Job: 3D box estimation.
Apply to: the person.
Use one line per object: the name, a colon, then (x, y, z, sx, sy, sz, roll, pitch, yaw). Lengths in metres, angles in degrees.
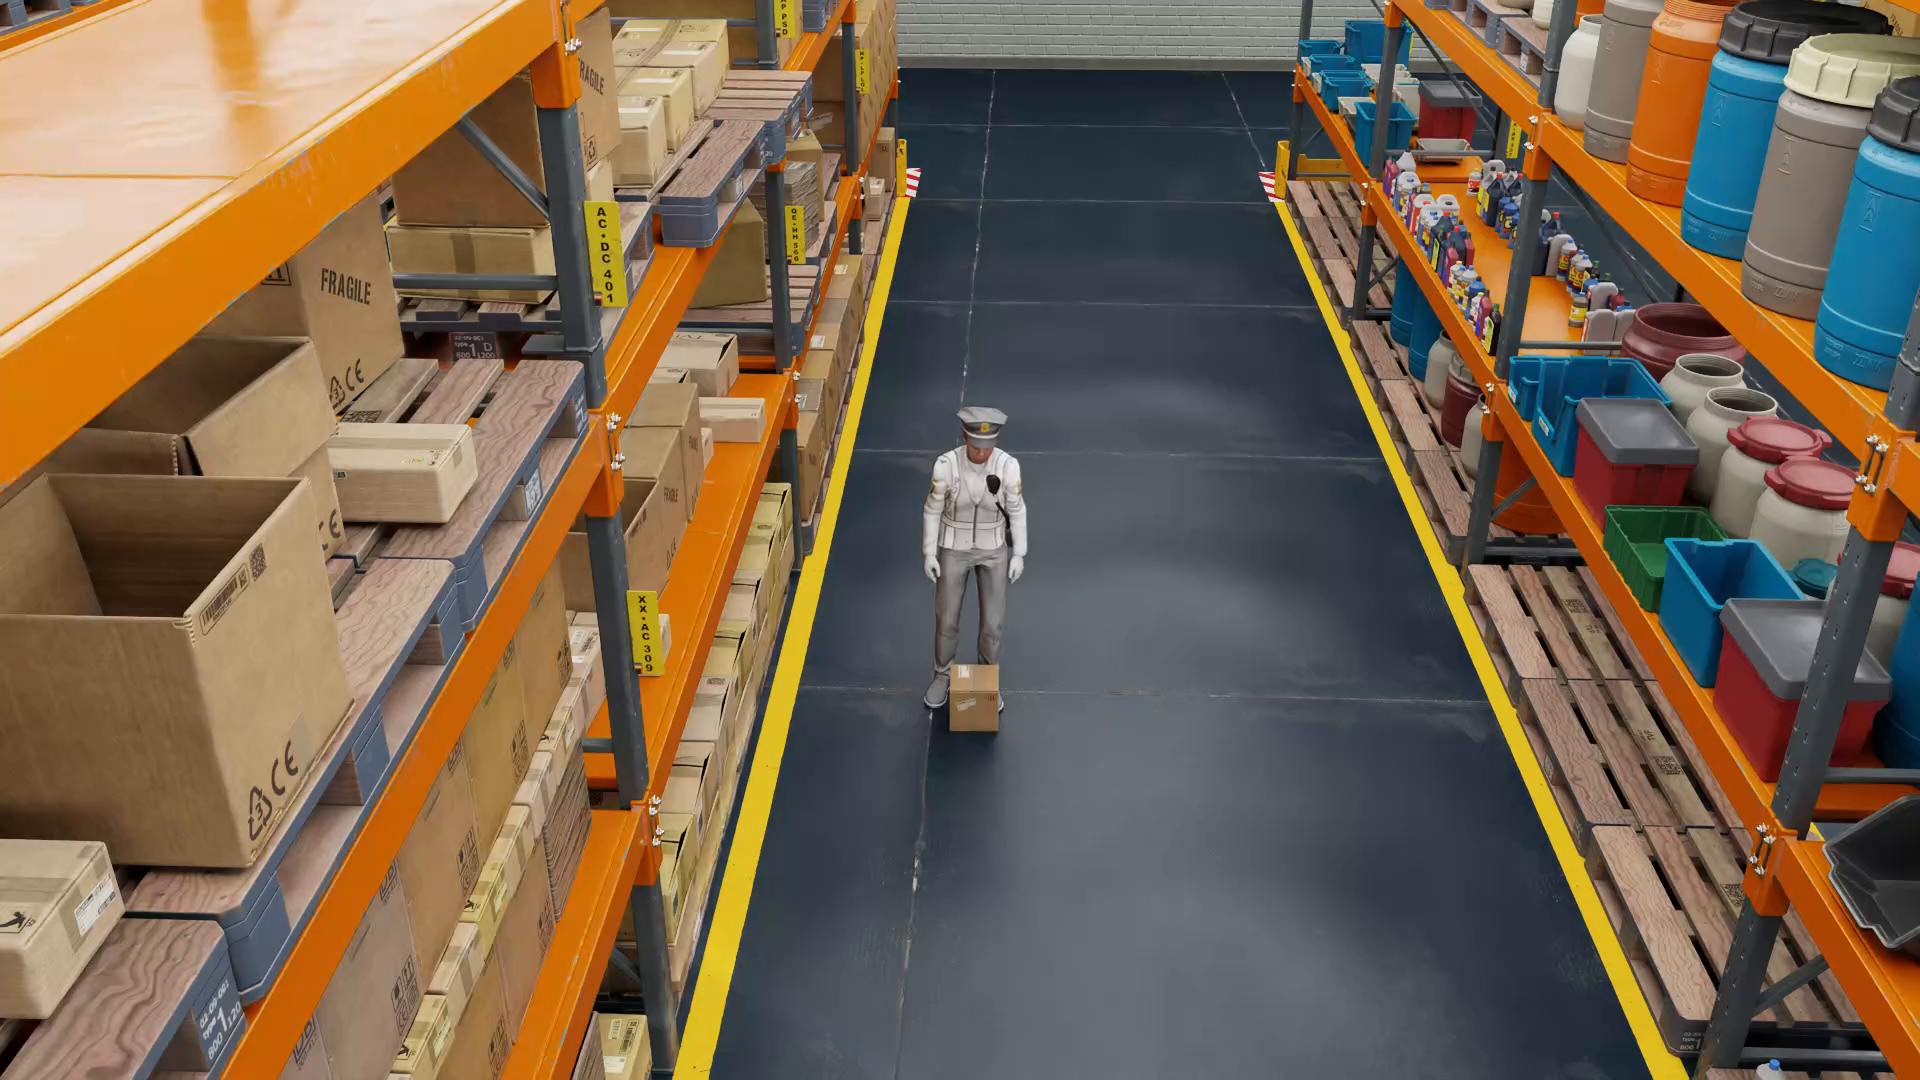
person: (0.076, 0.088, 8.456, 0.532, 1.661, 0.418, -1, 28, -1)
